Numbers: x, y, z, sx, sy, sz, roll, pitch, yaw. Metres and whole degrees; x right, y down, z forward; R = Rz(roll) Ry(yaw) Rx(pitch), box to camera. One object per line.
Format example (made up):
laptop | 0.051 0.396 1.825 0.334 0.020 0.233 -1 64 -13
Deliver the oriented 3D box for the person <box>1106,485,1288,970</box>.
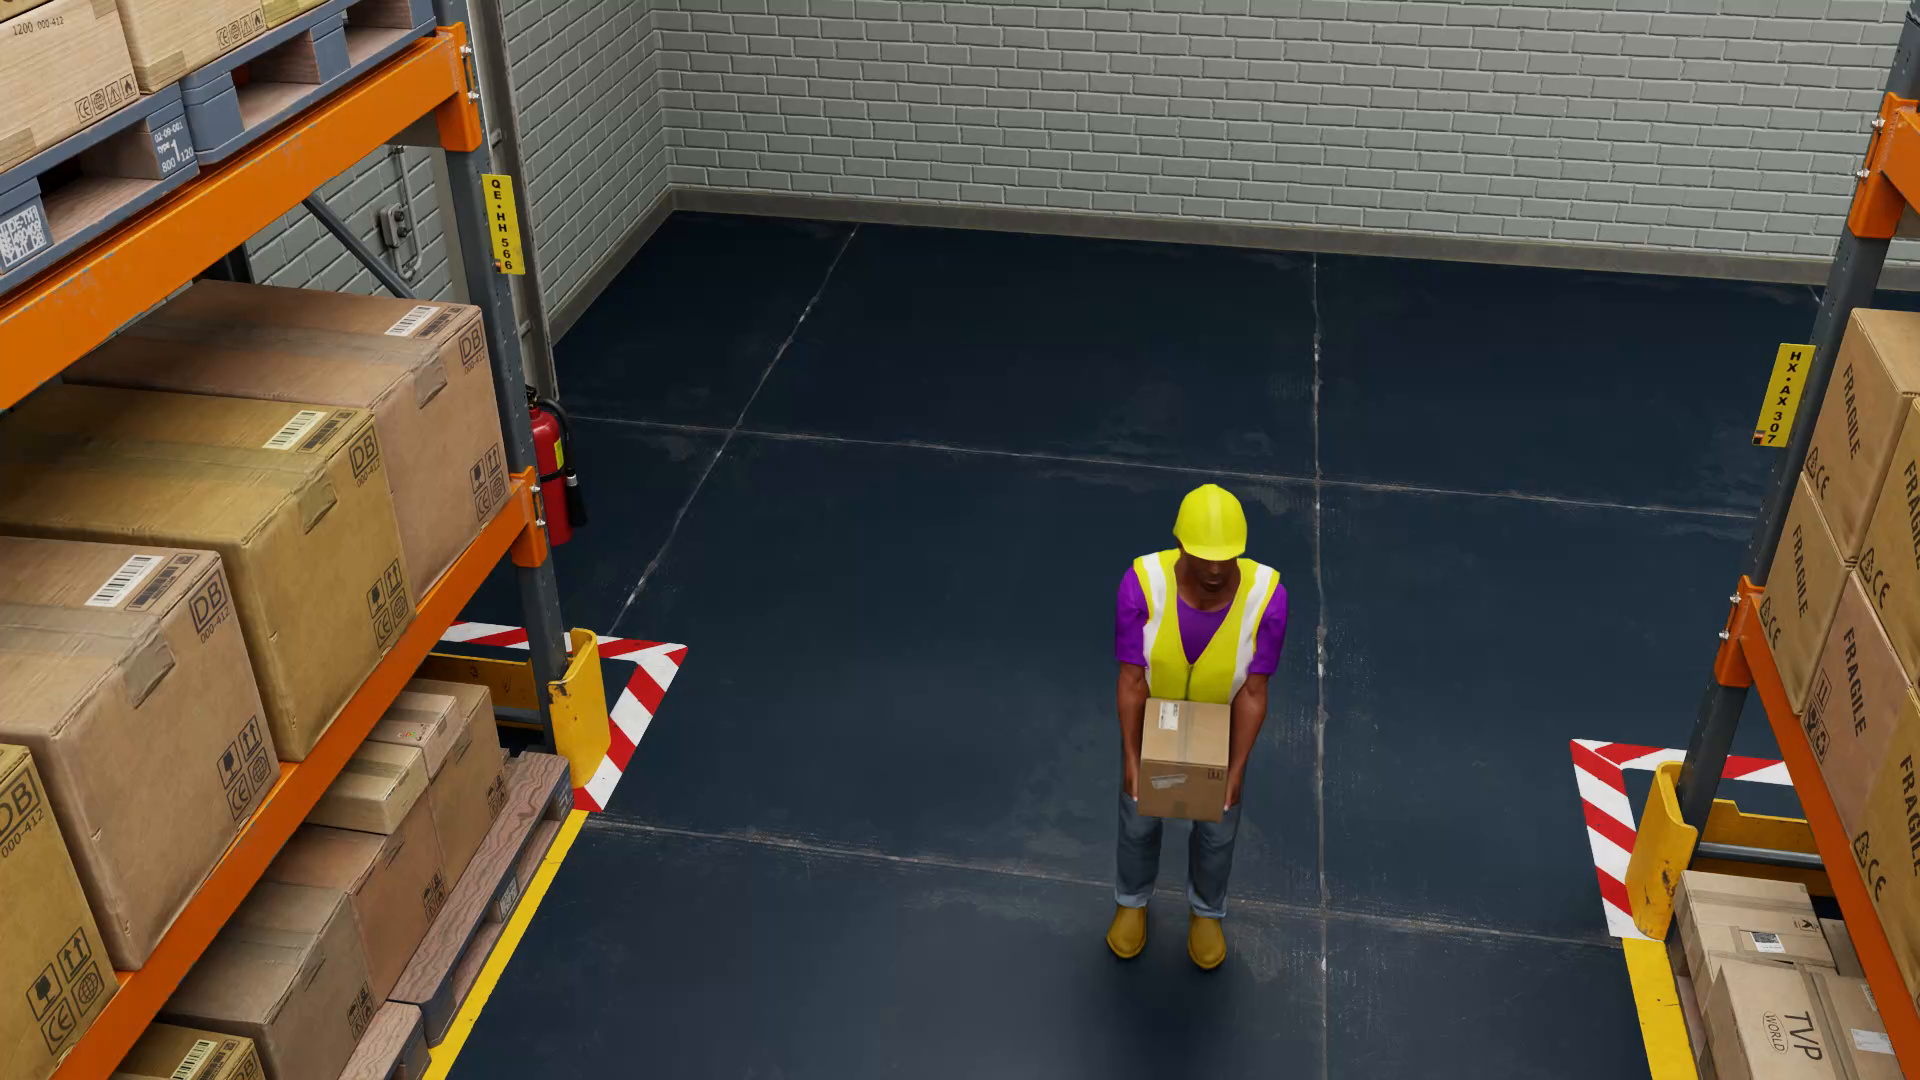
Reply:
person | 0.707 0.630 5.121 0.504 1.758 0.581 5 33 7
